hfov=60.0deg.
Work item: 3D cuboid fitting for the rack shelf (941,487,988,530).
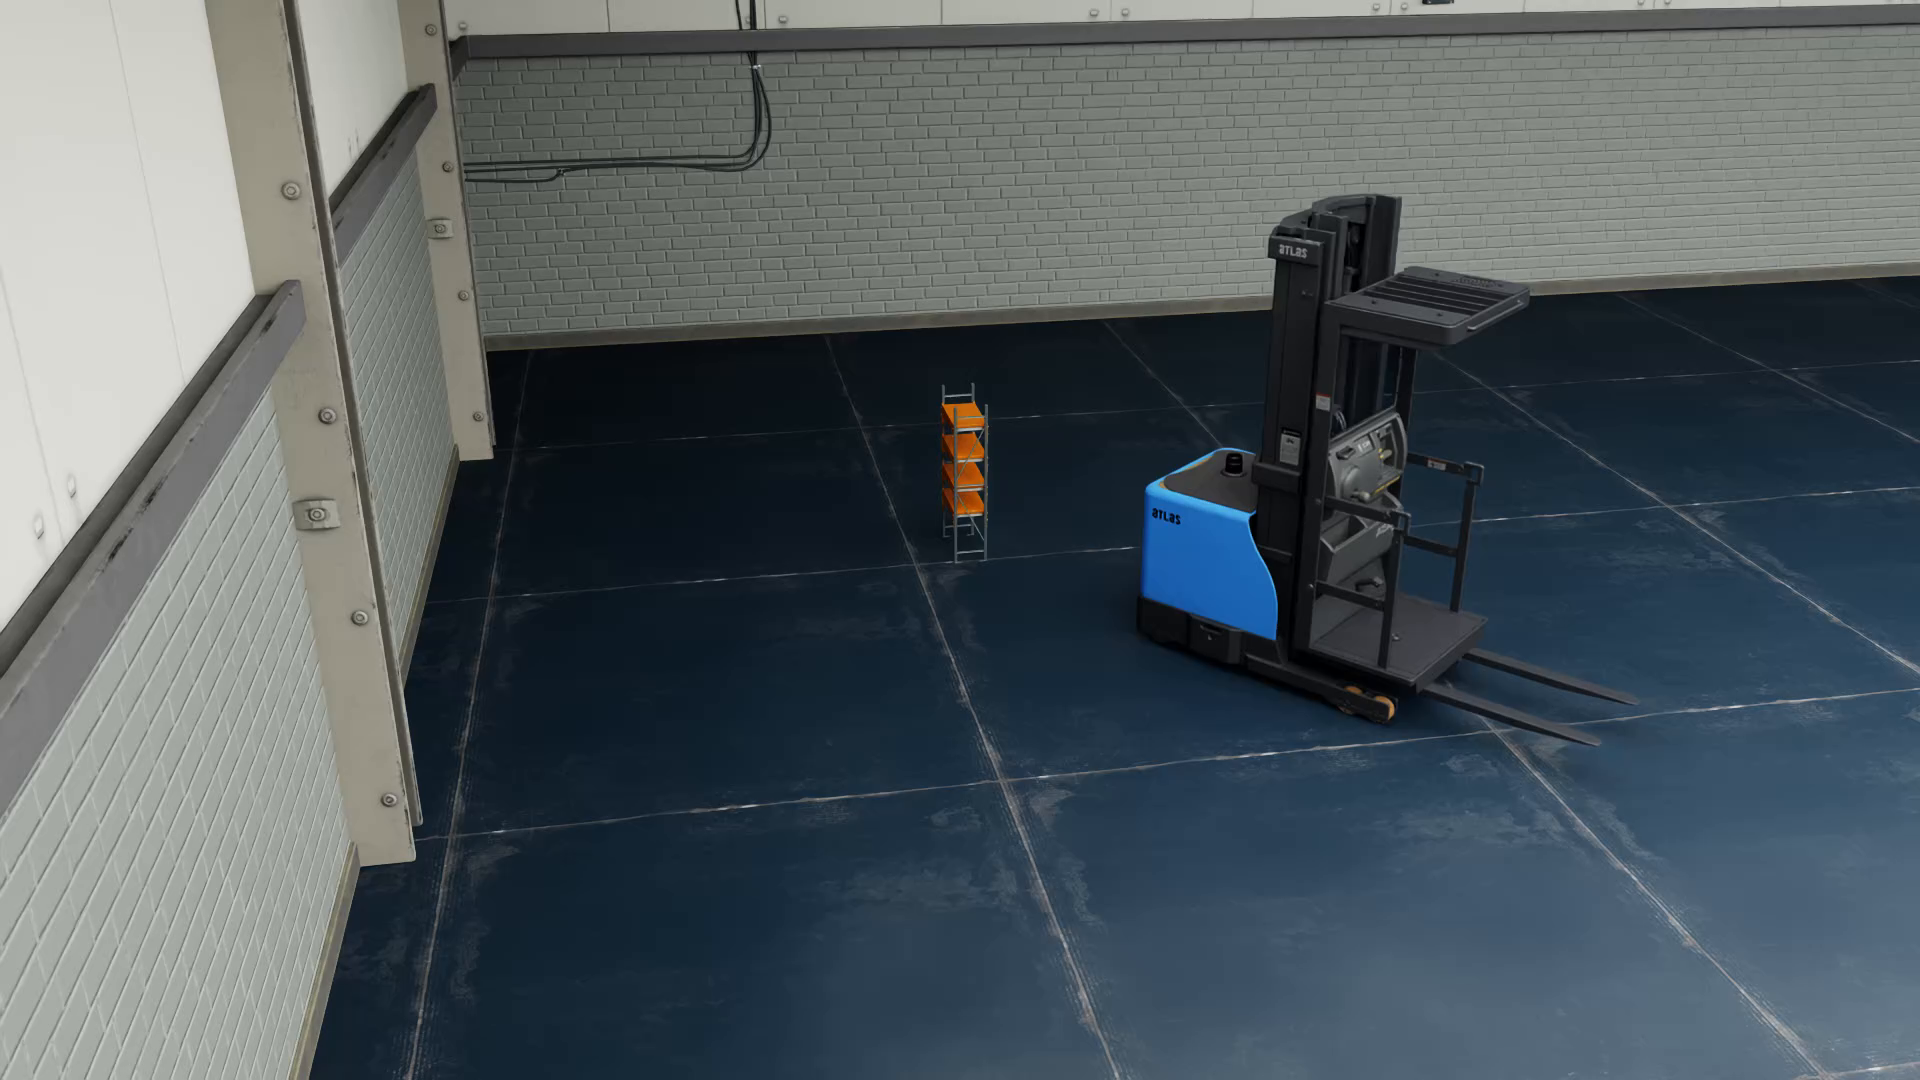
[{"bbox_3d":[0.031,-0.241,12.210,0.258,0.148,0.480,-4,24,-10],"label":"rack shelf"}]

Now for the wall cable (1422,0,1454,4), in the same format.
[{"bbox_3d":[5.949,-8.390,16.211,2.305,6.003,0.169,-4,24,-10],"label":"wall cable"}]

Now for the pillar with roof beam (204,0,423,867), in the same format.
[{"bbox_3d":[1.202,-2.837,7.745,9.100,9.000,0.400,-4,24,-10],"label":"pillar with roof beam"}]

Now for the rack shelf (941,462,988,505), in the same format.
[{"bbox_3d":[0.031,-0.423,12.130,0.258,0.148,0.480,-4,24,-10],"label":"rack shelf"}]

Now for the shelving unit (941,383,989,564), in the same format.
[{"bbox_3d":[0.031,-0.485,12.103,0.258,1.200,0.503,-4,24,-10],"label":"shelving unit"}]

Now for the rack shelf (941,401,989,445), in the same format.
[{"bbox_3d":[0.031,-0.845,11.946,0.258,0.148,0.480,-4,24,-10],"label":"rack shelf"}]

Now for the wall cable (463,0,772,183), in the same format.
[{"bbox_3d":[-3.384,-4.712,15.918,3.097,2.526,0.112,-4,24,-10],"label":"wall cable"}]

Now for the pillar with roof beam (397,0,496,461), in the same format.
[{"bbox_3d":[0.092,-5.197,13.149,9.100,9.000,0.400,-4,24,-10],"label":"pillar with roof beam"}]

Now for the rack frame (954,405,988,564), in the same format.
[{"bbox_3d":[0.076,-0.389,11.884,0.240,1.200,0.015,-4,24,-10],"label":"rack frame"}]

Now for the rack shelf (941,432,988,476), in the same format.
[{"bbox_3d":[0.031,-0.628,12.041,0.258,0.148,0.480,-4,24,-10],"label":"rack shelf"}]

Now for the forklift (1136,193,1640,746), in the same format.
[{"bbox_3d":[2.622,-0.478,9.926,3.031,2.935,1.130,18,30,36],"label":"forklift"}]

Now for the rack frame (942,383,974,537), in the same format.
[{"bbox_3d":[-0.014,-0.581,12.323,0.240,1.200,0.015,-4,24,-10],"label":"rack frame"}]
